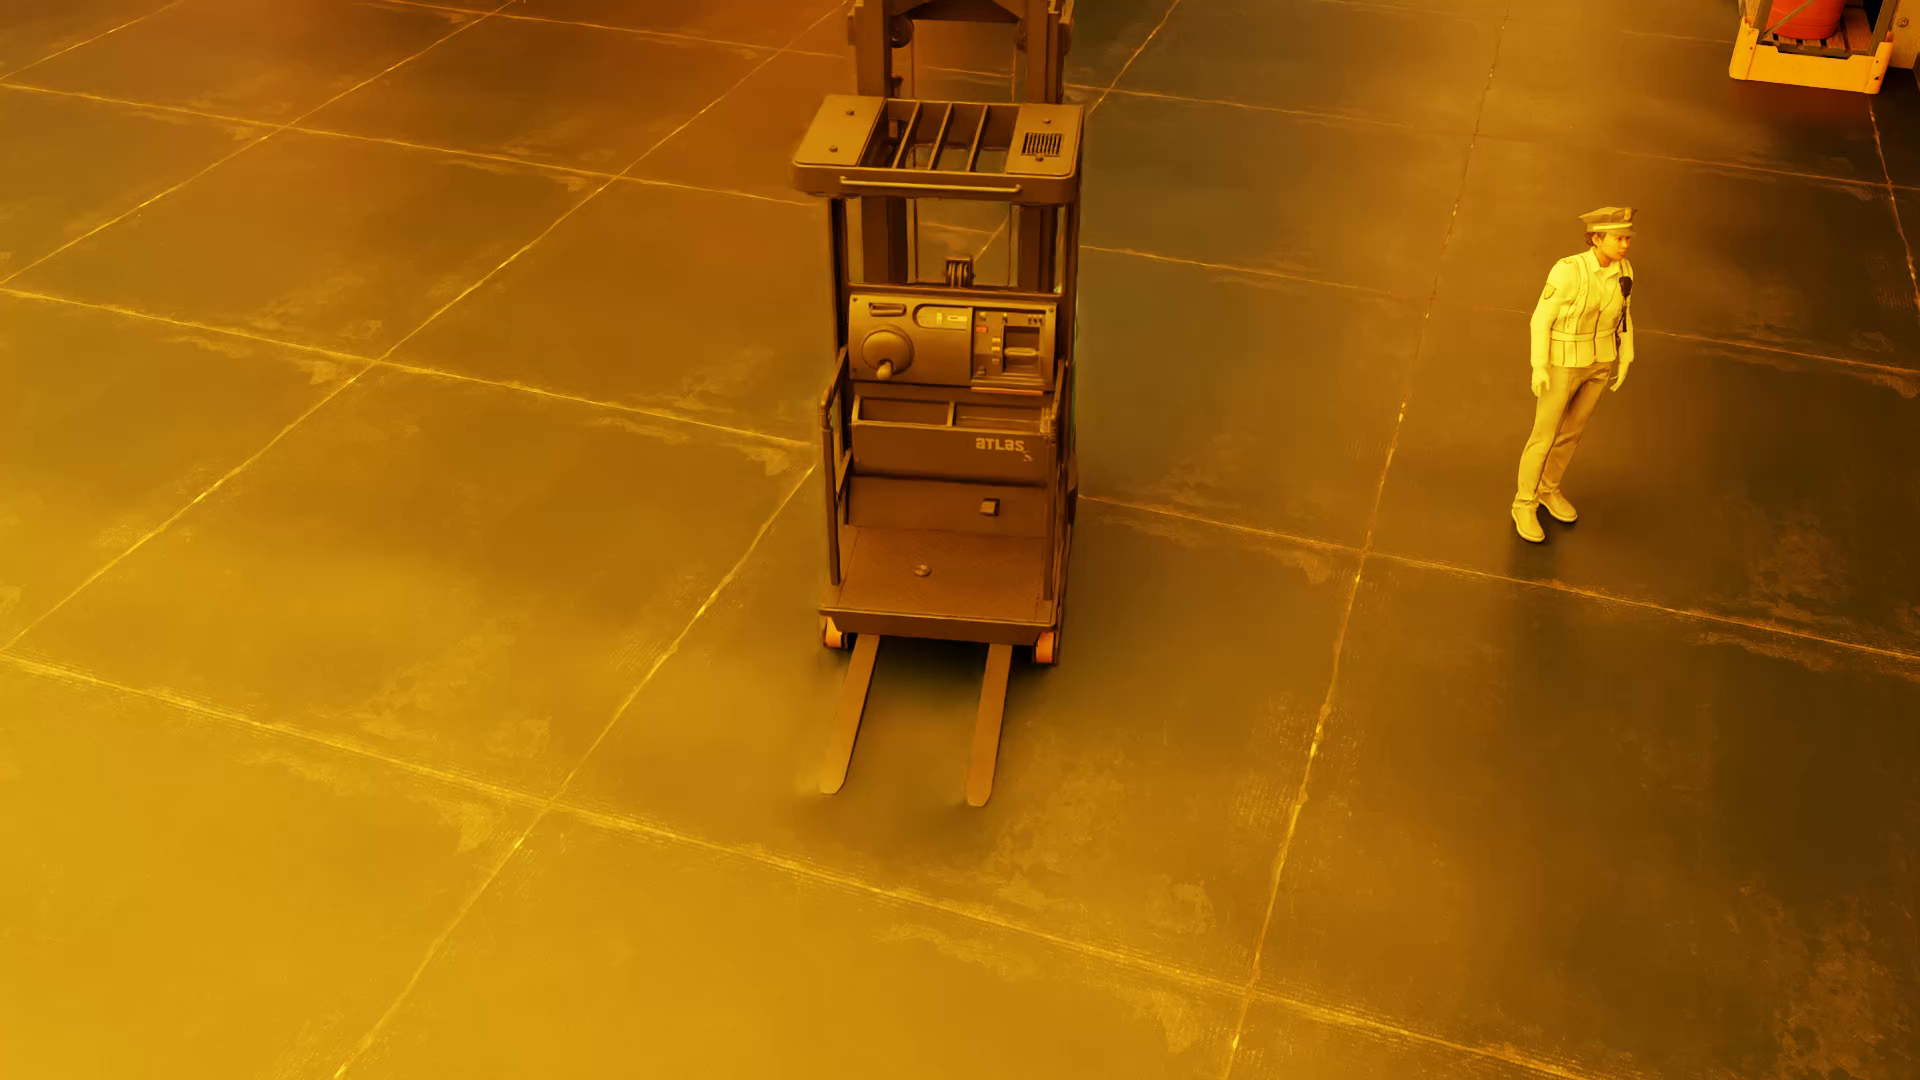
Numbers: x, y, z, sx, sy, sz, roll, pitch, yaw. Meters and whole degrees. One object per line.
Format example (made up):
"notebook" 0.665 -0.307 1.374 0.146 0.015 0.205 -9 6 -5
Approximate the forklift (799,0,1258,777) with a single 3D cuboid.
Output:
"forklift" 0.287 -0.902 7.384 1.130 2.935 3.031 -17 39 -22

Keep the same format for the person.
"person" 3.147 -0.855 8.374 0.584 1.694 0.532 -9 36 -13
